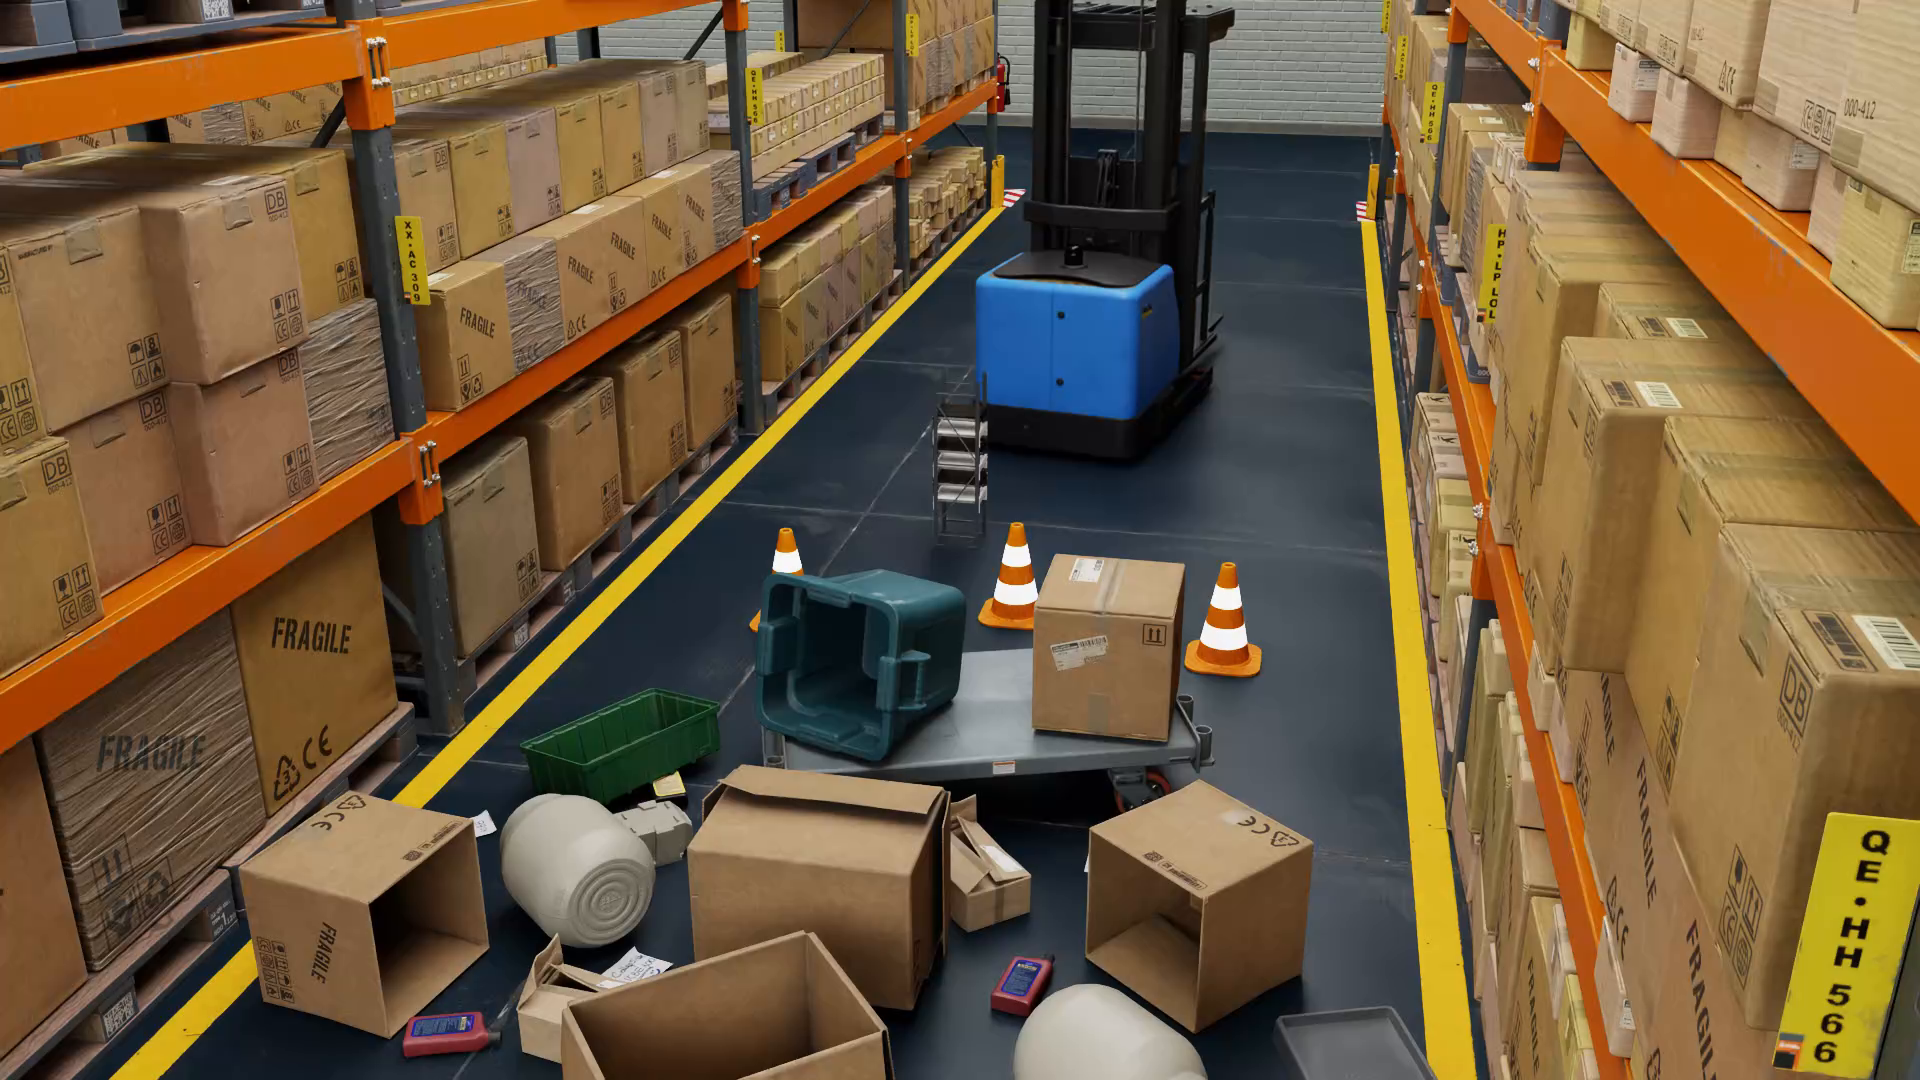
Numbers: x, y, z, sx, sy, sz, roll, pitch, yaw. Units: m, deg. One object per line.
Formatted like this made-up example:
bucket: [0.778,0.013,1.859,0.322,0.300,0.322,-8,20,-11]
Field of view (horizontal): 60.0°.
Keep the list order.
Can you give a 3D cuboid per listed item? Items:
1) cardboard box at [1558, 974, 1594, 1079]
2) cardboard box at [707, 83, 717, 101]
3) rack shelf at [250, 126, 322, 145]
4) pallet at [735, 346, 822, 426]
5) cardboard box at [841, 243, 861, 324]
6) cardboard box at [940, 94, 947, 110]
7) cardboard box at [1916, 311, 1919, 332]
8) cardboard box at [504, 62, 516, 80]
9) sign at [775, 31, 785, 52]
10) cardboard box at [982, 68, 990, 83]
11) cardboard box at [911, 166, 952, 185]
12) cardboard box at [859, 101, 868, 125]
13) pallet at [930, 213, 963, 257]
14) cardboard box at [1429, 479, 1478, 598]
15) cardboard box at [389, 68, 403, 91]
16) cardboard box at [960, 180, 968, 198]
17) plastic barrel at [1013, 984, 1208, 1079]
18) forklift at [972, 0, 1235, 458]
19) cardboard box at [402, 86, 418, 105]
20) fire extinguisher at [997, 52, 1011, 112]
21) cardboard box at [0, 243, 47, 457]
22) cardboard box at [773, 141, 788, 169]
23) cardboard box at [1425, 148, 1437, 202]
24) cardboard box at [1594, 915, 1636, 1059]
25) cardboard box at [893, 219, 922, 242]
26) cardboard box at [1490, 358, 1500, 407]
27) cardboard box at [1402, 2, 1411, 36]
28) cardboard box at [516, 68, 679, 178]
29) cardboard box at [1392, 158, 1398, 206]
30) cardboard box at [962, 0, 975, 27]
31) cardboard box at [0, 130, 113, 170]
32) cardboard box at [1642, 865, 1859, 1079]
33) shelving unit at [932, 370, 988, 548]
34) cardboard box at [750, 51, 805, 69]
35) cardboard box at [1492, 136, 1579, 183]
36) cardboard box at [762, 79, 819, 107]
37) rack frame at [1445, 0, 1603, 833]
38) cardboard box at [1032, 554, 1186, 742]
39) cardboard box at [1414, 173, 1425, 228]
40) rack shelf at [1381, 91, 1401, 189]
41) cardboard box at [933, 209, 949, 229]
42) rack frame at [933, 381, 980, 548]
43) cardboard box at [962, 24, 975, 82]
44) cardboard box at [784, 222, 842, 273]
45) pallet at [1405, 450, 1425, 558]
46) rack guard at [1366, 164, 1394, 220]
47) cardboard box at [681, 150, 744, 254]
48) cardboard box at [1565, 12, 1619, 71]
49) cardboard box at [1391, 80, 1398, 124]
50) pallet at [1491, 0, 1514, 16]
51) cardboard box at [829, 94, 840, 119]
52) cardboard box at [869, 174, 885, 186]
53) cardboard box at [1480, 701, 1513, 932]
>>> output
cardboard box: [1.462,1.059,3.454,0.380,0.149,0.250,5,22,12]
cardboard box: [-1.880,-3.036,11.355,0.380,0.149,0.250,4,22,11]
rack shelf: [-6.171,-2.908,13.021,1.077,0.370,4.000,4,22,11]
pallet: [-1.583,-1.087,11.270,1.003,0.211,1.213,4,22,11]
cardboard box: [-1.046,-1.928,12.410,0.500,0.500,0.500,4,22,10]
cardboard box: [-0.328,-4.005,15.119,0.380,0.149,0.250,5,23,13]
cardboard box: [1.289,-0.255,1.793,0.380,0.149,0.250,5,22,11]
cardboard box: [-4.853,-4.885,17.304,0.380,0.149,0.250,5,22,12]
sign: [-1.460,-3.998,13.606,0.100,0.325,0.005,4,22,11]
cardboard box: [0.099,-4.763,17.002,0.380,0.149,0.250,4,22,11]
cardboard box: [-0.285,-3.484,15.946,0.380,0.149,0.250,4,22,9]
cardboard box: [-0.920,-3.290,12.780,0.380,0.149,0.250,4,22,11]
pallet: [-0.578,-2.960,15.921,1.003,0.211,1.213,4,22,11]
cardboard box: [2.695,0.023,7.737,0.950,0.372,0.625,5,23,13]
cardboard box: [-5.410,-4.193,15.052,0.500,0.250,0.500,4,22,10]
cardboard box: [-0.137,-3.436,16.225,0.380,0.149,0.250,5,22,12]
plastic barrel: [0.430,1.496,4.573,0.421,0.421,0.512,-16,27,-35]
forklift: [1.092,-2.362,10.795,1.130,2.935,3.031,8,23,20]
cardboard box: [-5.270,-4.131,15.433,0.380,0.149,0.250,5,23,13]
fire extinguisher: [0.392,-4.869,17.530,0.296,0.674,0.183,4,22,11]
cardboard box: [-3.013,-0.479,4.380,0.875,0.550,0.500,4,22,11]
cardboard box: [-1.345,-2.518,10.865,0.380,0.149,0.250,6,23,14]
cardboard box: [2.973,-2.113,9.617,0.500,0.250,0.500,4,22,11]
cardboard box: [1.396,0.845,3.076,0.380,0.149,0.250,5,22,12]
cardboard box: [-0.540,-2.676,14.339,0.380,0.149,0.250,5,23,13]
cardboard box: [2.141,-0.579,6.050,0.380,0.149,0.250,5,22,12]
cardboard box: [3.876,-4.106,13.561,0.500,0.500,0.500,4,22,10]
cardboard box: [-1.947,-2.256,8.969,0.700,0.500,0.500,4,22,10]
cardboard box: [4.718,-3.437,16.241,0.875,0.438,0.875,4,22,9]
cardboard box: [-0.162,-5.106,15.647,0.500,0.500,0.500,6,23,14]
cardboard box: [-6.213,-2.713,11.441,0.500,0.500,0.500,5,22,12]
cardboard box: [1.331,0.768,2.401,0.500,0.500,0.500,4,22,10]
shelving unit: [0.002,-0.420,8.693,0.258,0.900,0.210,4,22,11]
cardboard box: [-1.458,-3.803,13.259,0.380,0.149,0.250,6,23,14]
cardboard box: [2.340,-1.513,6.632,0.380,0.149,0.250,4,22,9]
cardboard box: [-1.193,-3.084,11.474,0.380,0.149,0.250,5,23,13]
rack frame: [2.306,-0.291,5.562,1.000,3.000,0.127,4,22,11]
cardboard box: [0.558,0.392,6.197,0.500,0.500,0.500,4,22,11]
cardboard box: [3.061,-2.078,10.198,0.500,0.250,0.500,5,22,12]
rack shelf: [4.347,-3.615,14.777,1.077,0.370,4.000,4,22,11]
cardboard box: [-0.314,-3.016,15.582,0.380,0.149,0.250,4,22,9]
rack frame: [-0.019,-0.383,8.601,0.240,0.900,0.006,4,22,11]
cardboard box: [-0.155,-4.647,15.844,0.500,0.500,0.500,5,22,11]
cardboard box: [-1.149,-2.077,11.776,0.500,0.250,0.500,5,22,11]
pallet: [2.962,-0.175,9.006,1.003,0.211,1.213,4,22,11]
rack guard: [4.760,-3.529,16.948,1.175,0.500,0.348,4,22,11]
cardboard box: [-1.573,-1.956,9.561,0.500,0.500,0.500,4,22,11]
cardboard box: [1.892,-1.380,4.585,0.380,0.149,0.250,4,22,11]
cardboard box: [3.971,-3.826,14.205,0.500,0.500,0.500,4,22,10]
pallet: [2.745,-2.193,6.520,1.213,0.211,1.003,4,22,11]
cardboard box: [-1.081,-3.131,11.988,0.380,0.149,0.250,5,22,11]
cardboard box: [-0.916,-3.339,15.586,0.380,0.149,0.250,4,22,9]
cardboard box: [1.824,0.833,4.884,0.500,0.500,0.500,5,23,13]
